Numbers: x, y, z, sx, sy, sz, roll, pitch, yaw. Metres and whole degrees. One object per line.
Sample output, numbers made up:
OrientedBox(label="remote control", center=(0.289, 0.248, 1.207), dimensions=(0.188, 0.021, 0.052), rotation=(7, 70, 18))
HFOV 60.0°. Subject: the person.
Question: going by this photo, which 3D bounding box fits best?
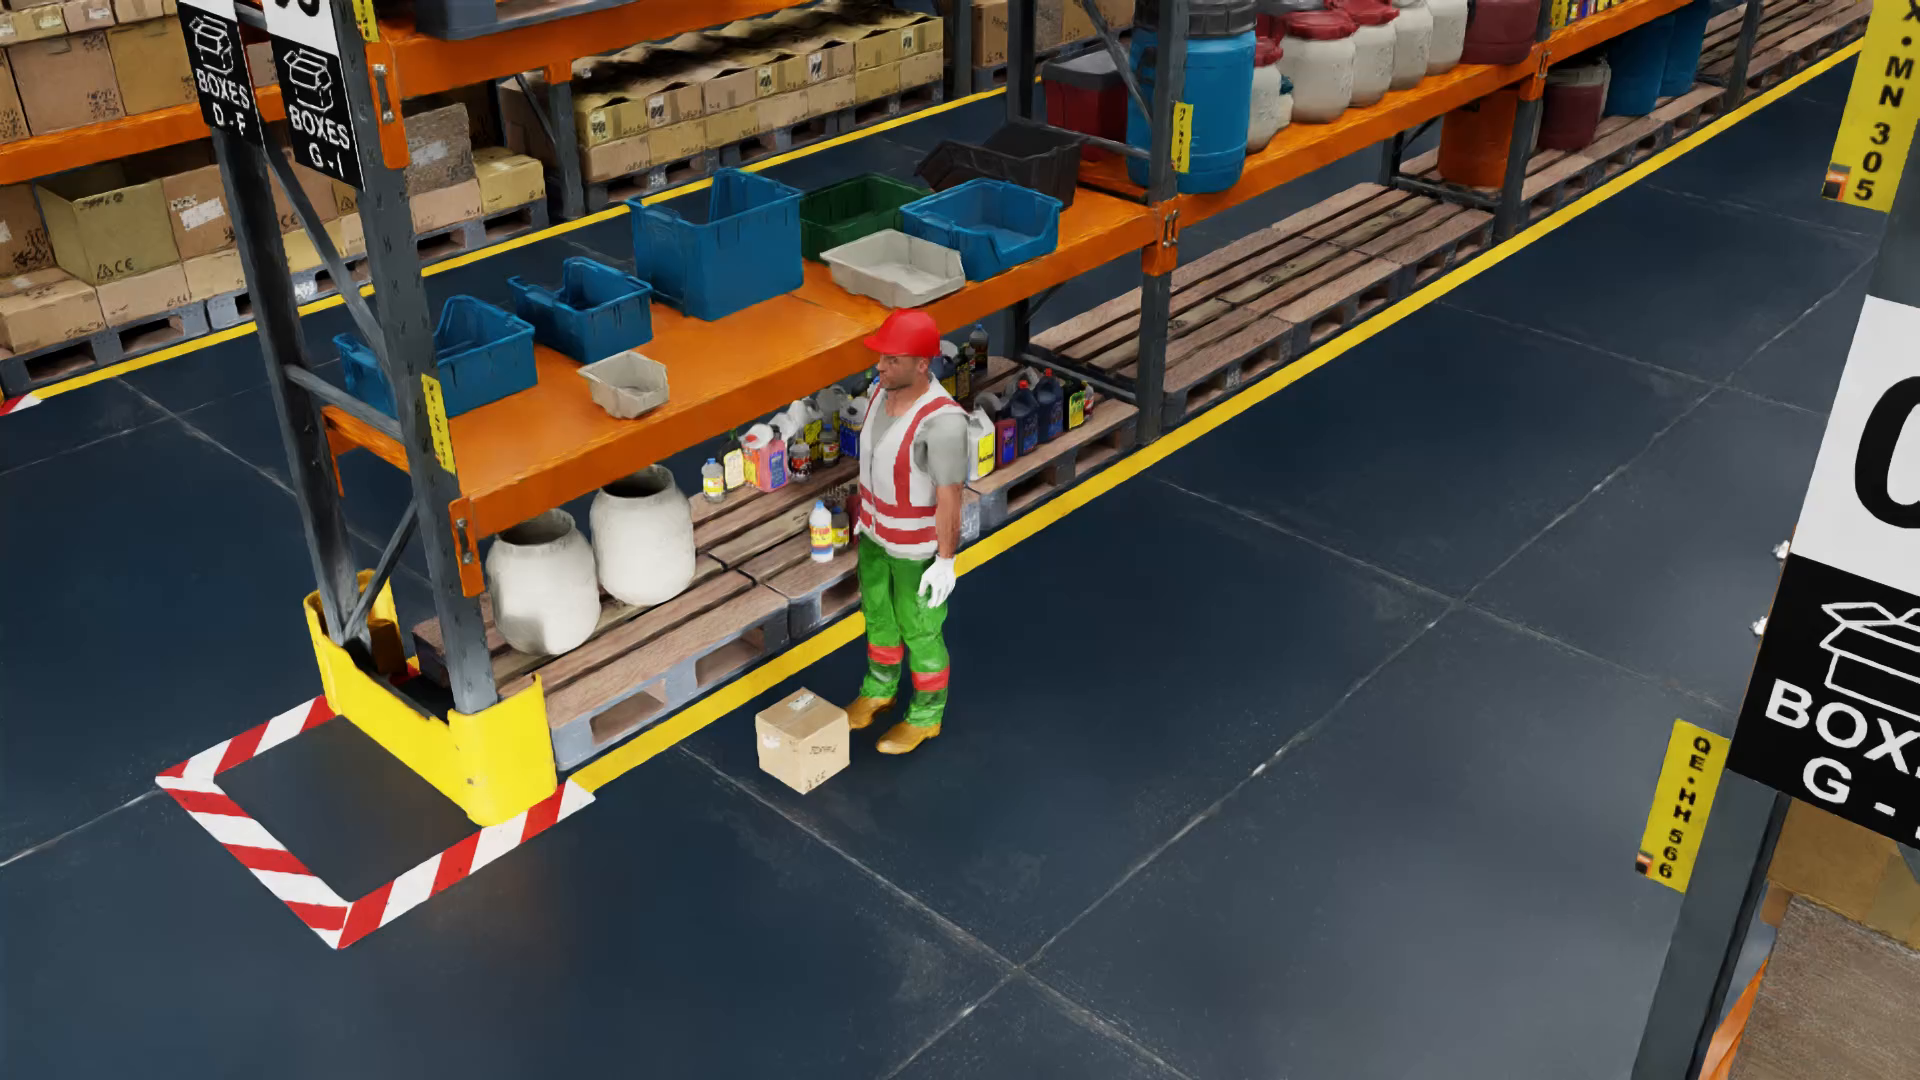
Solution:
OrientedBox(label="person", center=(-0.225, -0.002, 6.098), dimensions=(0.407, 1.794, 0.580), rotation=(-20, 36, -29))
